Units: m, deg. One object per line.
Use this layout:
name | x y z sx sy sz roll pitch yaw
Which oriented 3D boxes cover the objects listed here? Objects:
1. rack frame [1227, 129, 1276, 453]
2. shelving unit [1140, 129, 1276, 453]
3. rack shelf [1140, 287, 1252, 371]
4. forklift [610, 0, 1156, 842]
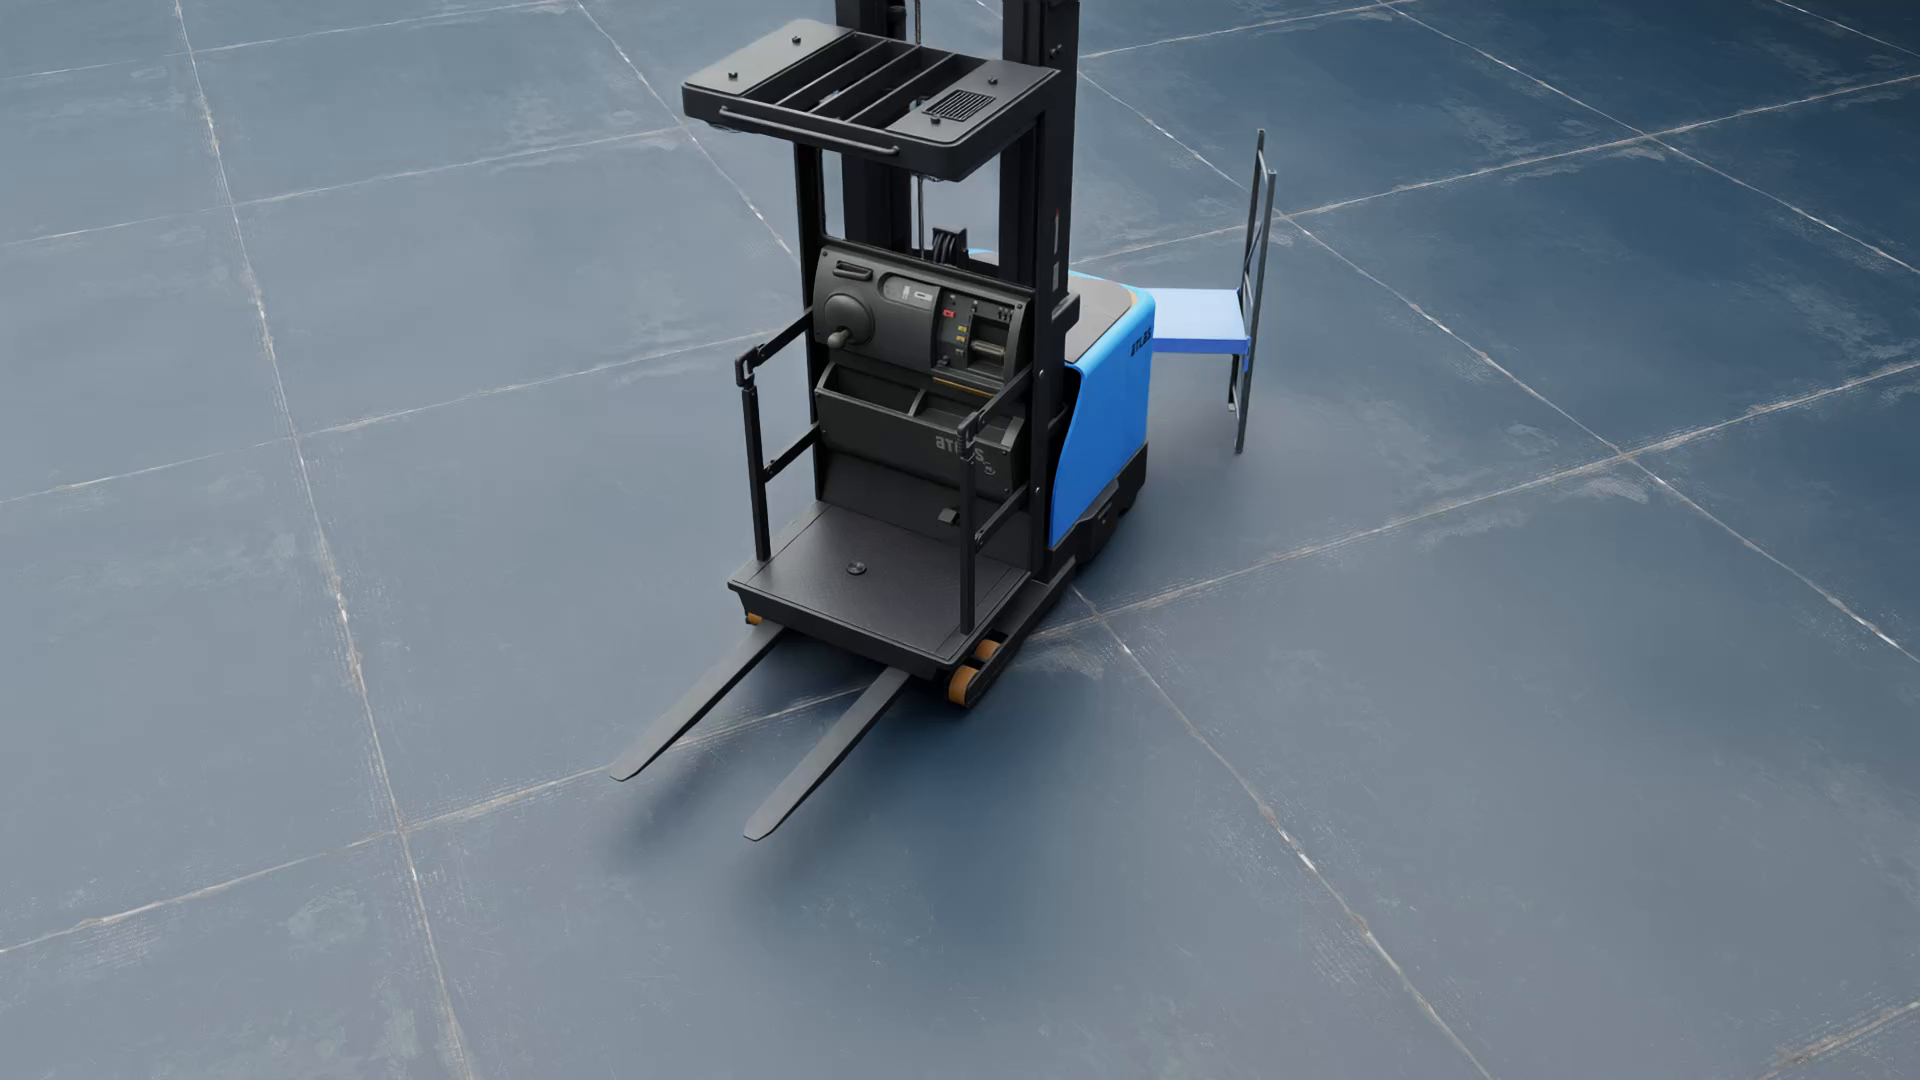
rack frame | 1.411 -1.188 8.093 0.032 1.500 0.500 1 37 2
shelving unit | 0.903 -1.200 8.108 1.048 1.500 0.538 1 37 2
rack shelf | 0.903 -1.055 8.215 1.000 0.185 0.538 1 37 2
forklift | -0.271 -0.807 6.377 1.130 2.935 3.031 19 40 23
